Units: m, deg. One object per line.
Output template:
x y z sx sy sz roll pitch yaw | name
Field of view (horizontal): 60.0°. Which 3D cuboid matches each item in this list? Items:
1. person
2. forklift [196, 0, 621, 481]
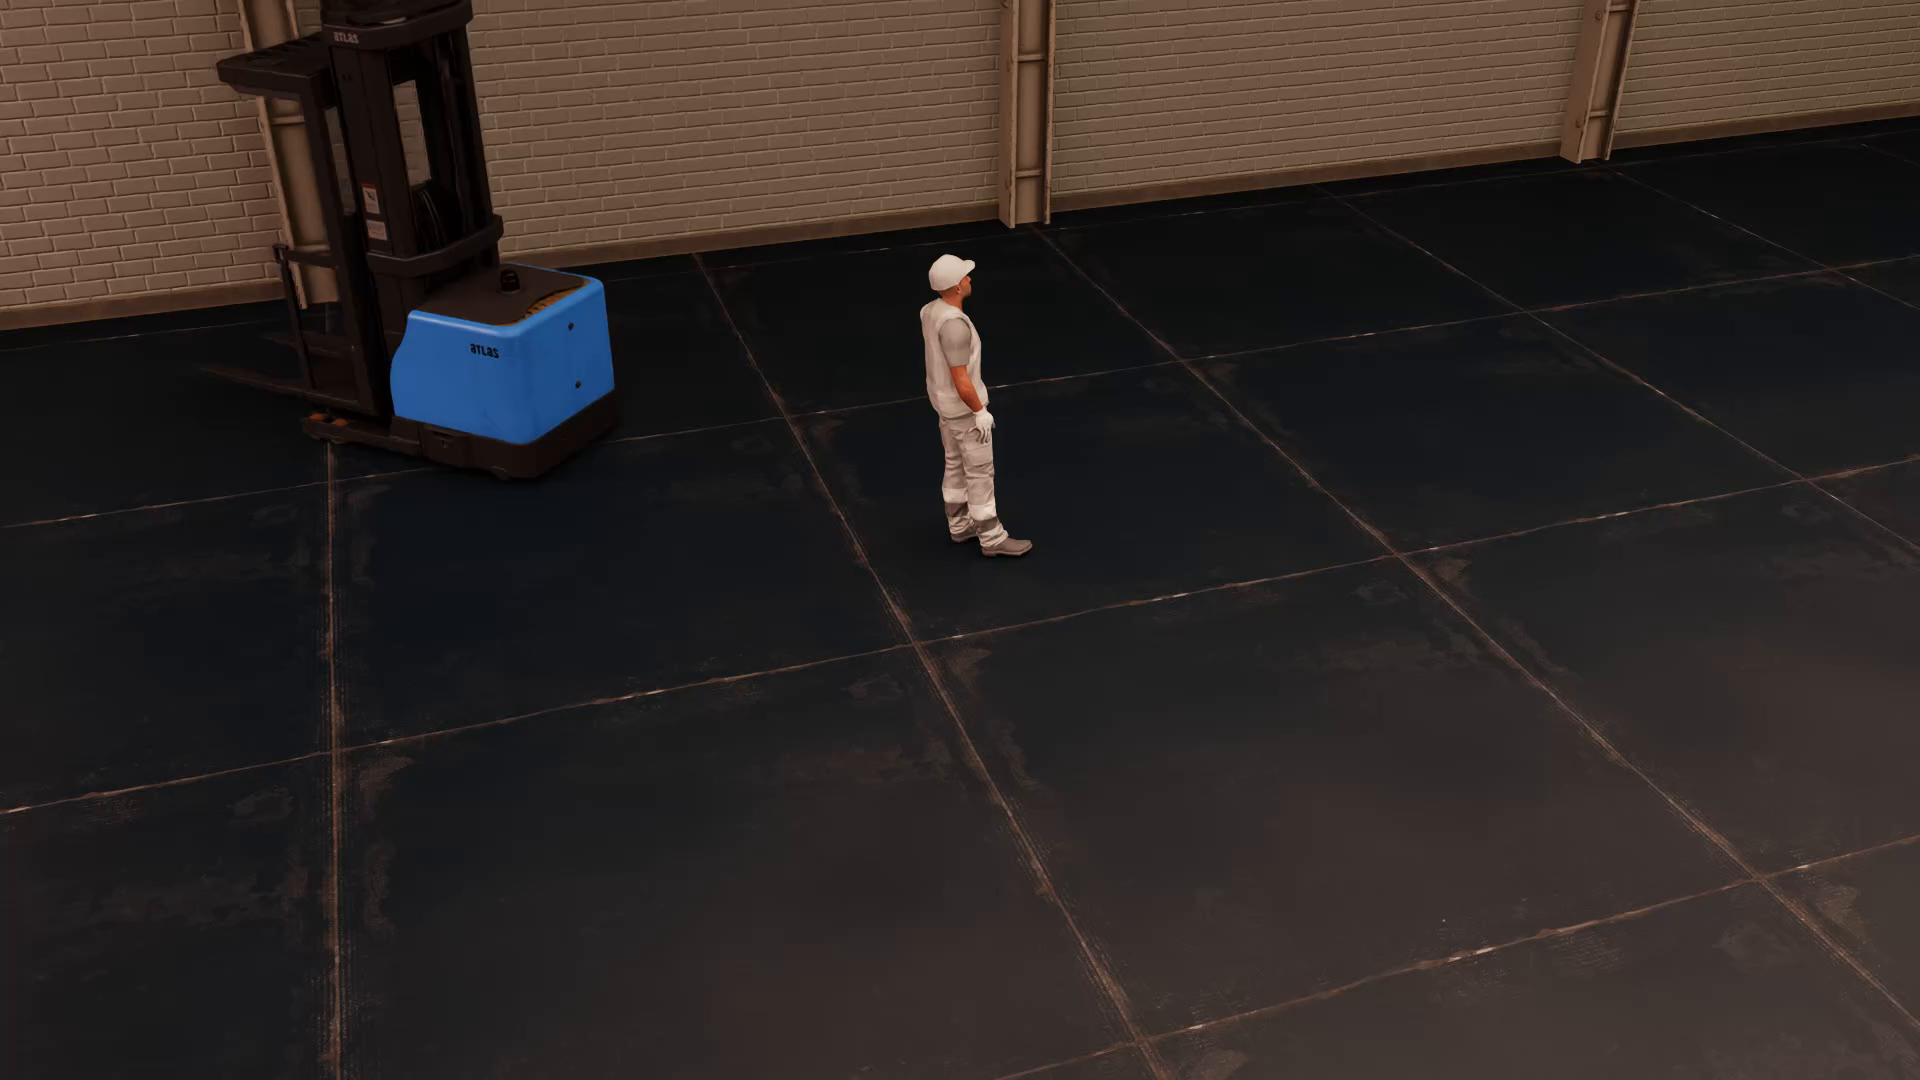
0.080 -0.789 9.590 0.562 1.789 0.638 -10 31 -16 | person
-3.867 -2.134 10.797 3.031 2.935 1.130 13 32 21 | forklift
